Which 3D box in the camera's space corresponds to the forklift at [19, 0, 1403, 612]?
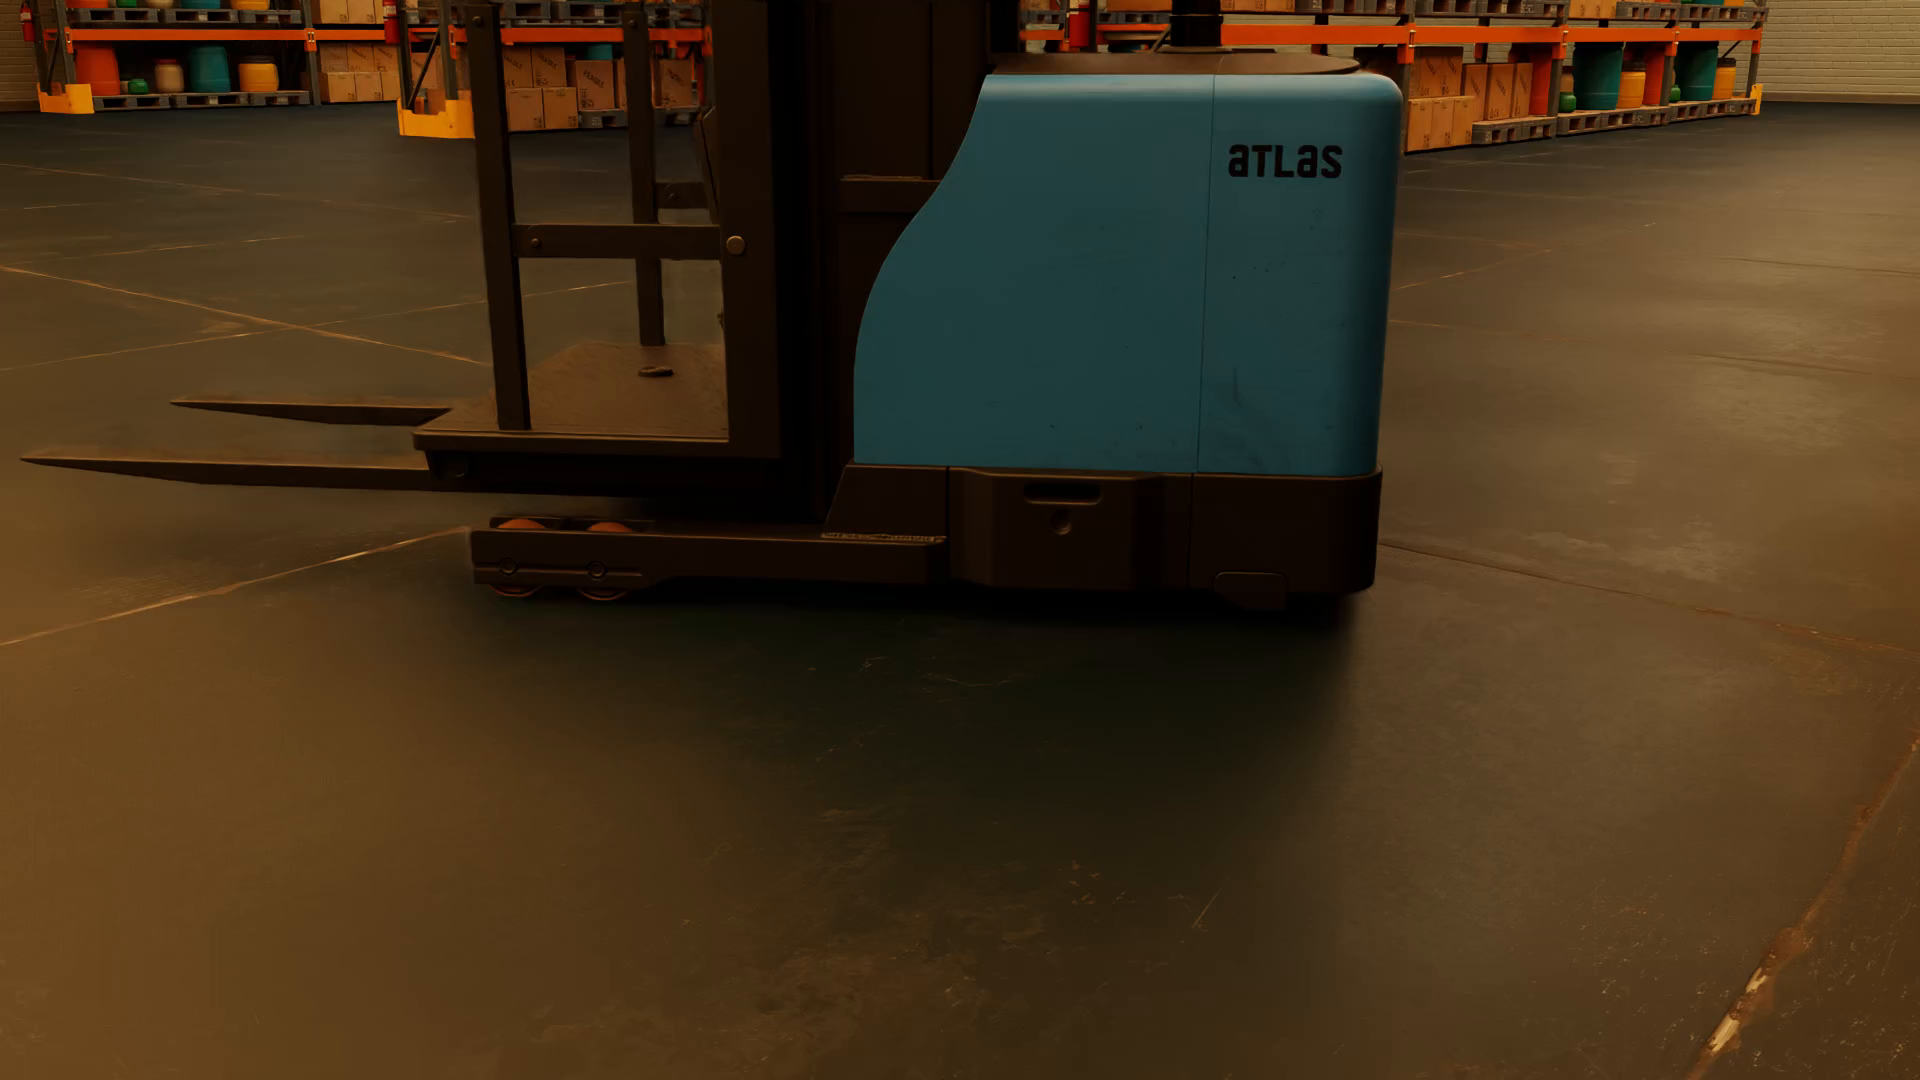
[{"bbox_3d":[-0.607,-1.422,3.581,3.031,2.935,1.130,2,17,6],"label":"forklift"}]
